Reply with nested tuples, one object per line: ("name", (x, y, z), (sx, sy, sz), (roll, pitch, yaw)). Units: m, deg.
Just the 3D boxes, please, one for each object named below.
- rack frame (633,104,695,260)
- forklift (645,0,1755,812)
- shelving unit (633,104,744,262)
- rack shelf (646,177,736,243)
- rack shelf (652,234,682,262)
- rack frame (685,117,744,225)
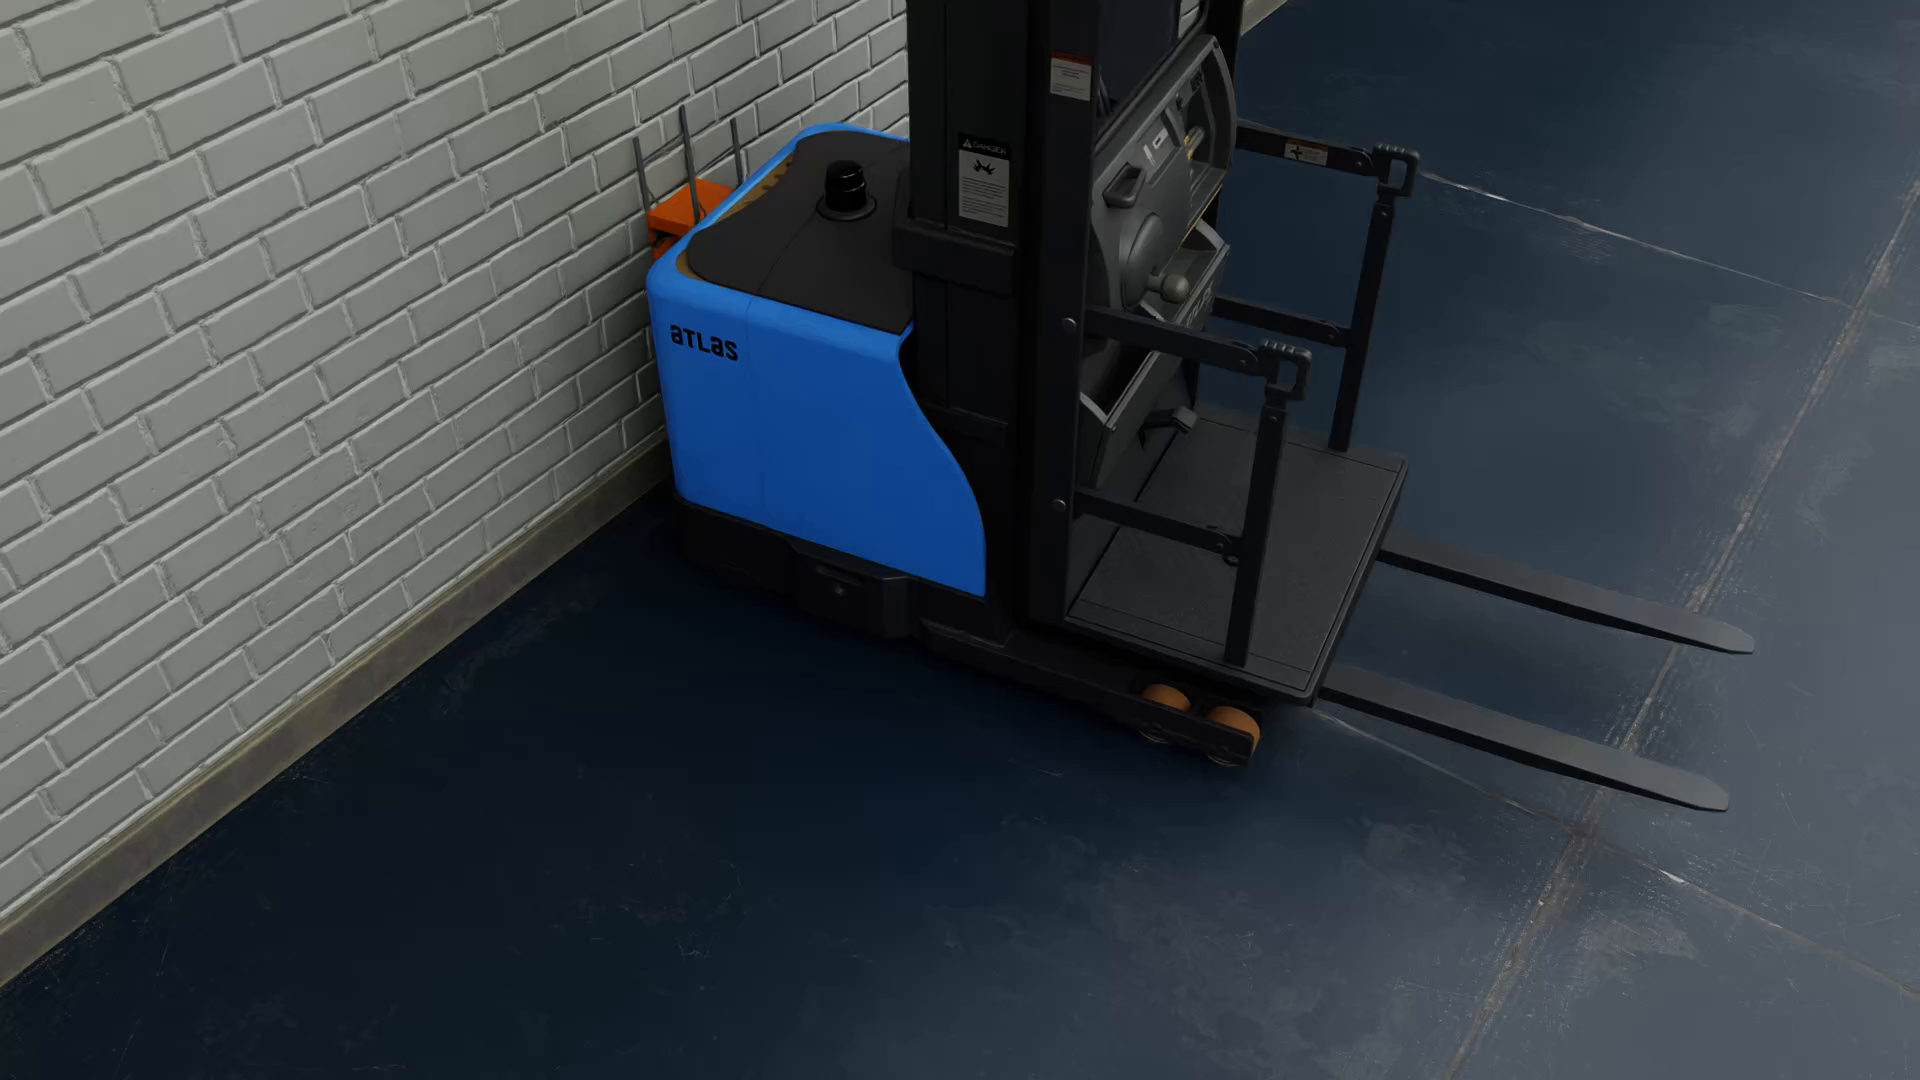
("rack frame", (-0.852, -0.756, 5.195), (0.006, 1.200, 0.240), (19, 45, 23))
("forklift", (0.693, -0.880, 4.035), (3.031, 2.935, 1.130), (17, 45, 19))
("shelving unit", (-0.773, -0.728, 5.160), (0.189, 1.200, 0.258), (19, 45, 23))
("rack shelf", (-0.782, -0.967, 4.953), (0.180, 0.103, 0.258), (19, 45, 23))
("rack shelf", (-0.778, -0.876, 5.032), (0.180, 0.103, 0.258), (19, 45, 23))
("rack frame", (-0.693, -0.701, 5.125), (0.006, 1.200, 0.240), (19, 45, 23))
